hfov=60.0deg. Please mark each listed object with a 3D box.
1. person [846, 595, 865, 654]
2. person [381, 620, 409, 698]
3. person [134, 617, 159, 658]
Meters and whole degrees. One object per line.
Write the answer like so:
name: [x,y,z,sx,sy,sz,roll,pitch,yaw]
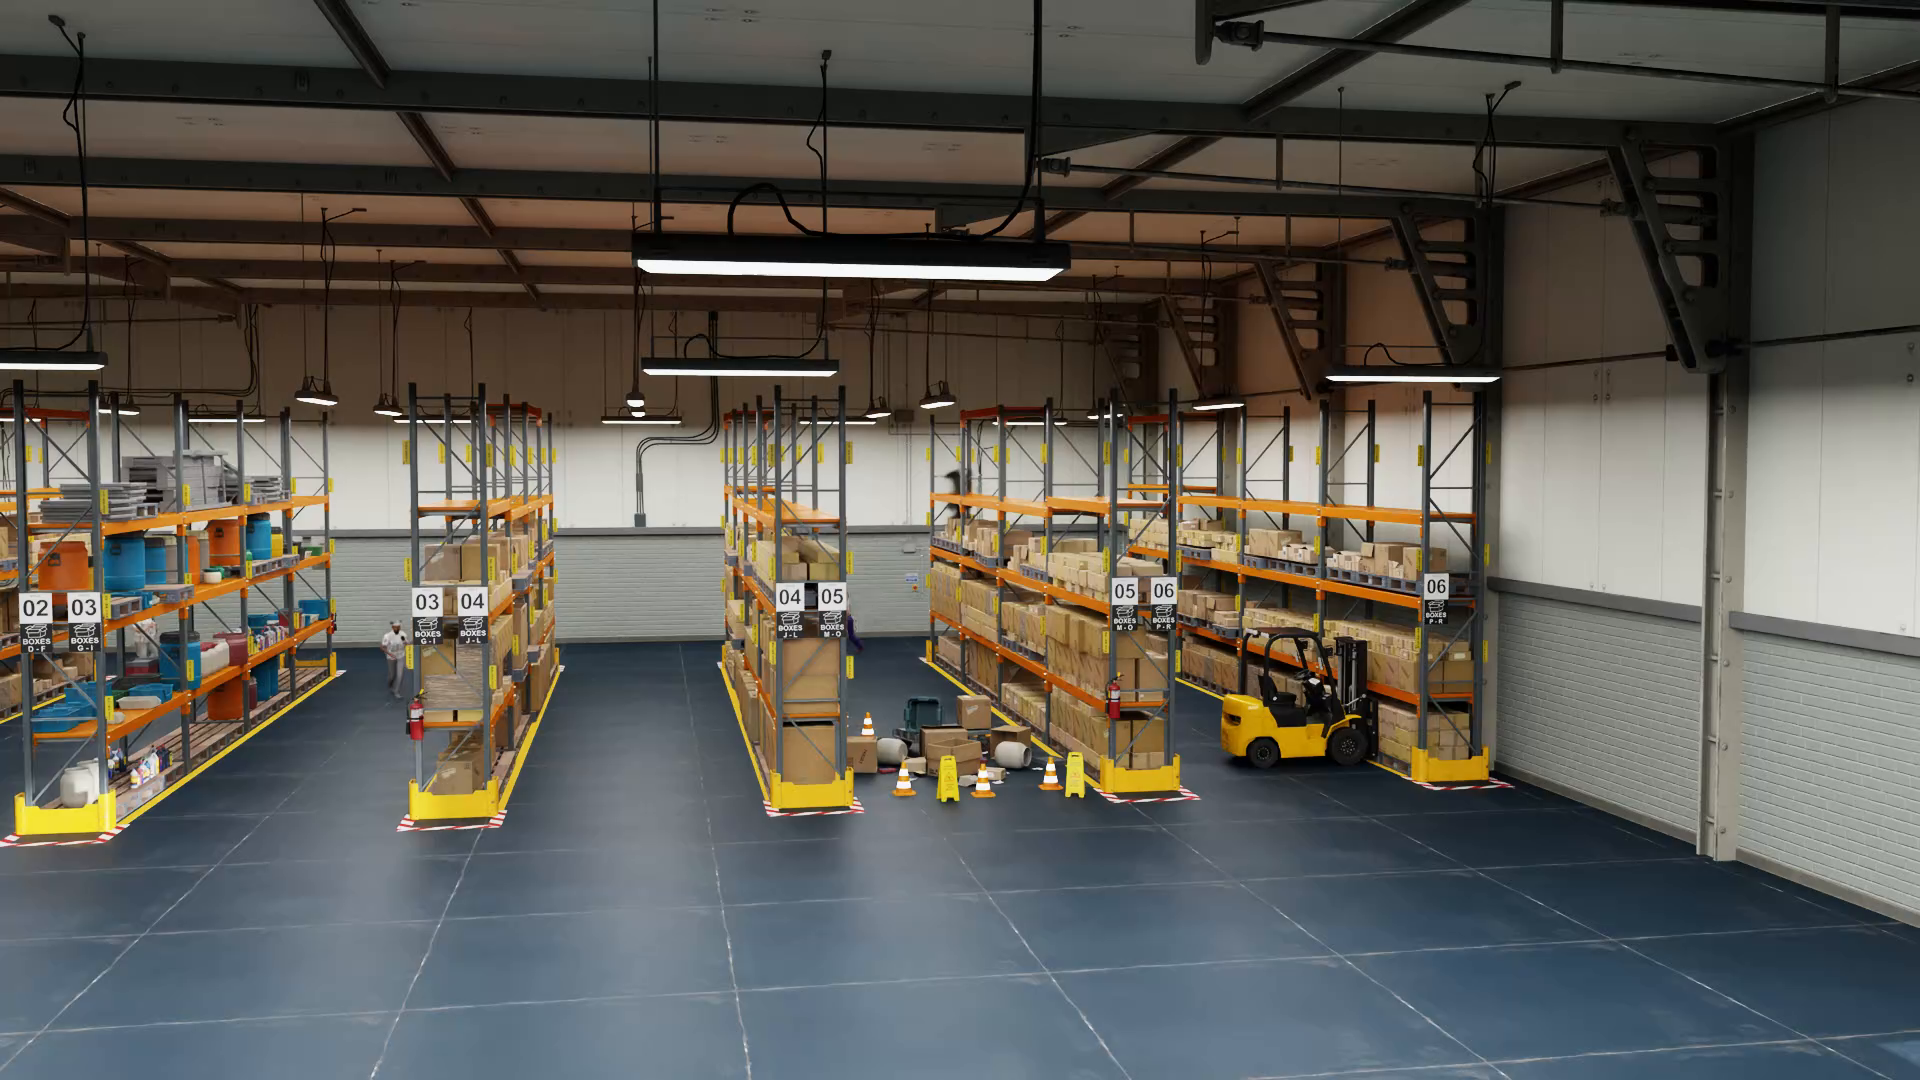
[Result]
person: [-2.832,2.091,41.610,0.879,1.695,0.553,-1,3,-21]
person: [-11.727,2.448,34.523,0.570,1.641,0.723,-2,3,-27]
person: [-18.352,2.259,37.471,0.891,1.706,0.633,2,3,30]
